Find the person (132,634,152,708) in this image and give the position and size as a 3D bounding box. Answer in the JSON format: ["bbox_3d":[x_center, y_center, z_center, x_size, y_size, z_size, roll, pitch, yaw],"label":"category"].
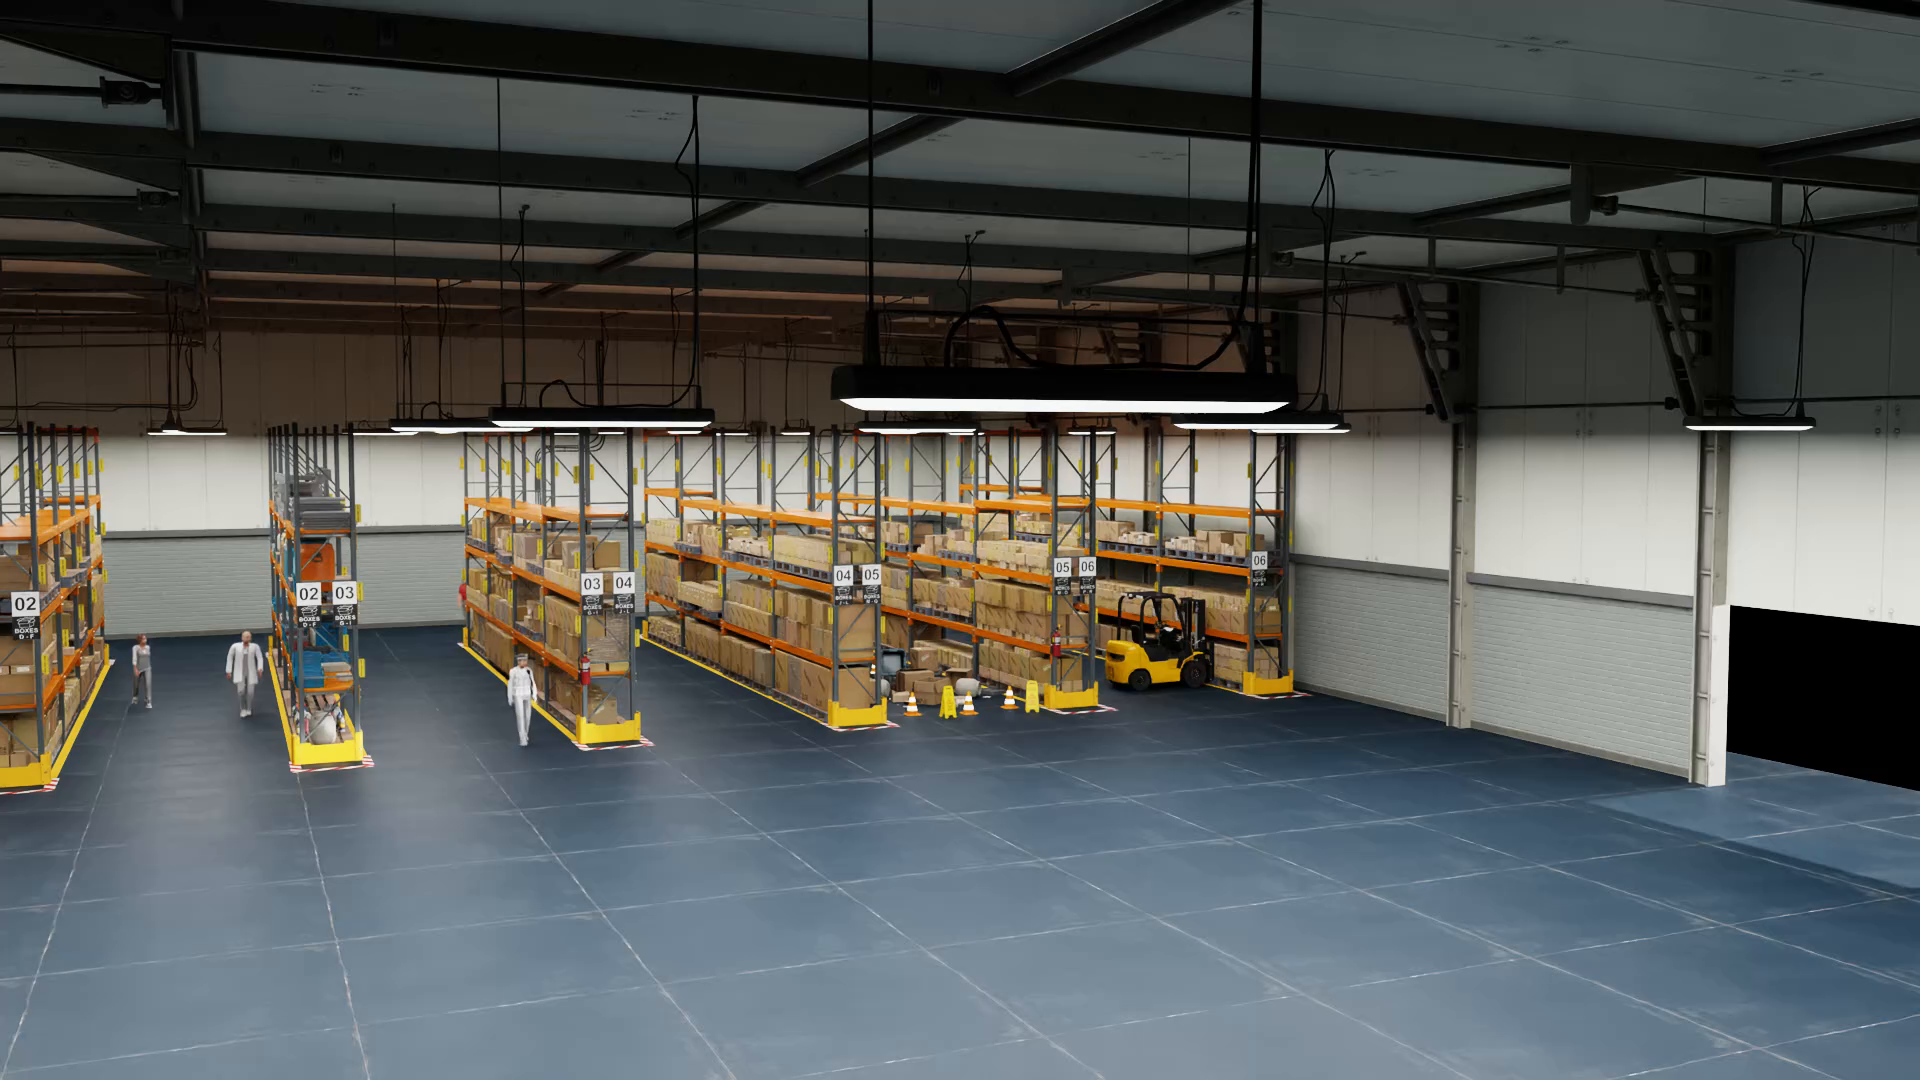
[{"bbox_3d":[-17.382,2.765,35.312,0.374,1.555,0.893,-2,4,-34],"label":"person"}]

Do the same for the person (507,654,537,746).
[{"bbox_3d":[-8.187,2.985,31.316,0.506,1.674,0.689,-3,4,-36],"label":"person"}]

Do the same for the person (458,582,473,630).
[{"bbox_3d":[-14.497,1.877,49.026,0.513,1.668,1.086,0,3,5],"label":"person"}]

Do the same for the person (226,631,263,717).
[{"bbox_3d":[-14.751,2.836,34.309,0.704,1.696,0.527,-2,4,-29],"label":"person"}]
